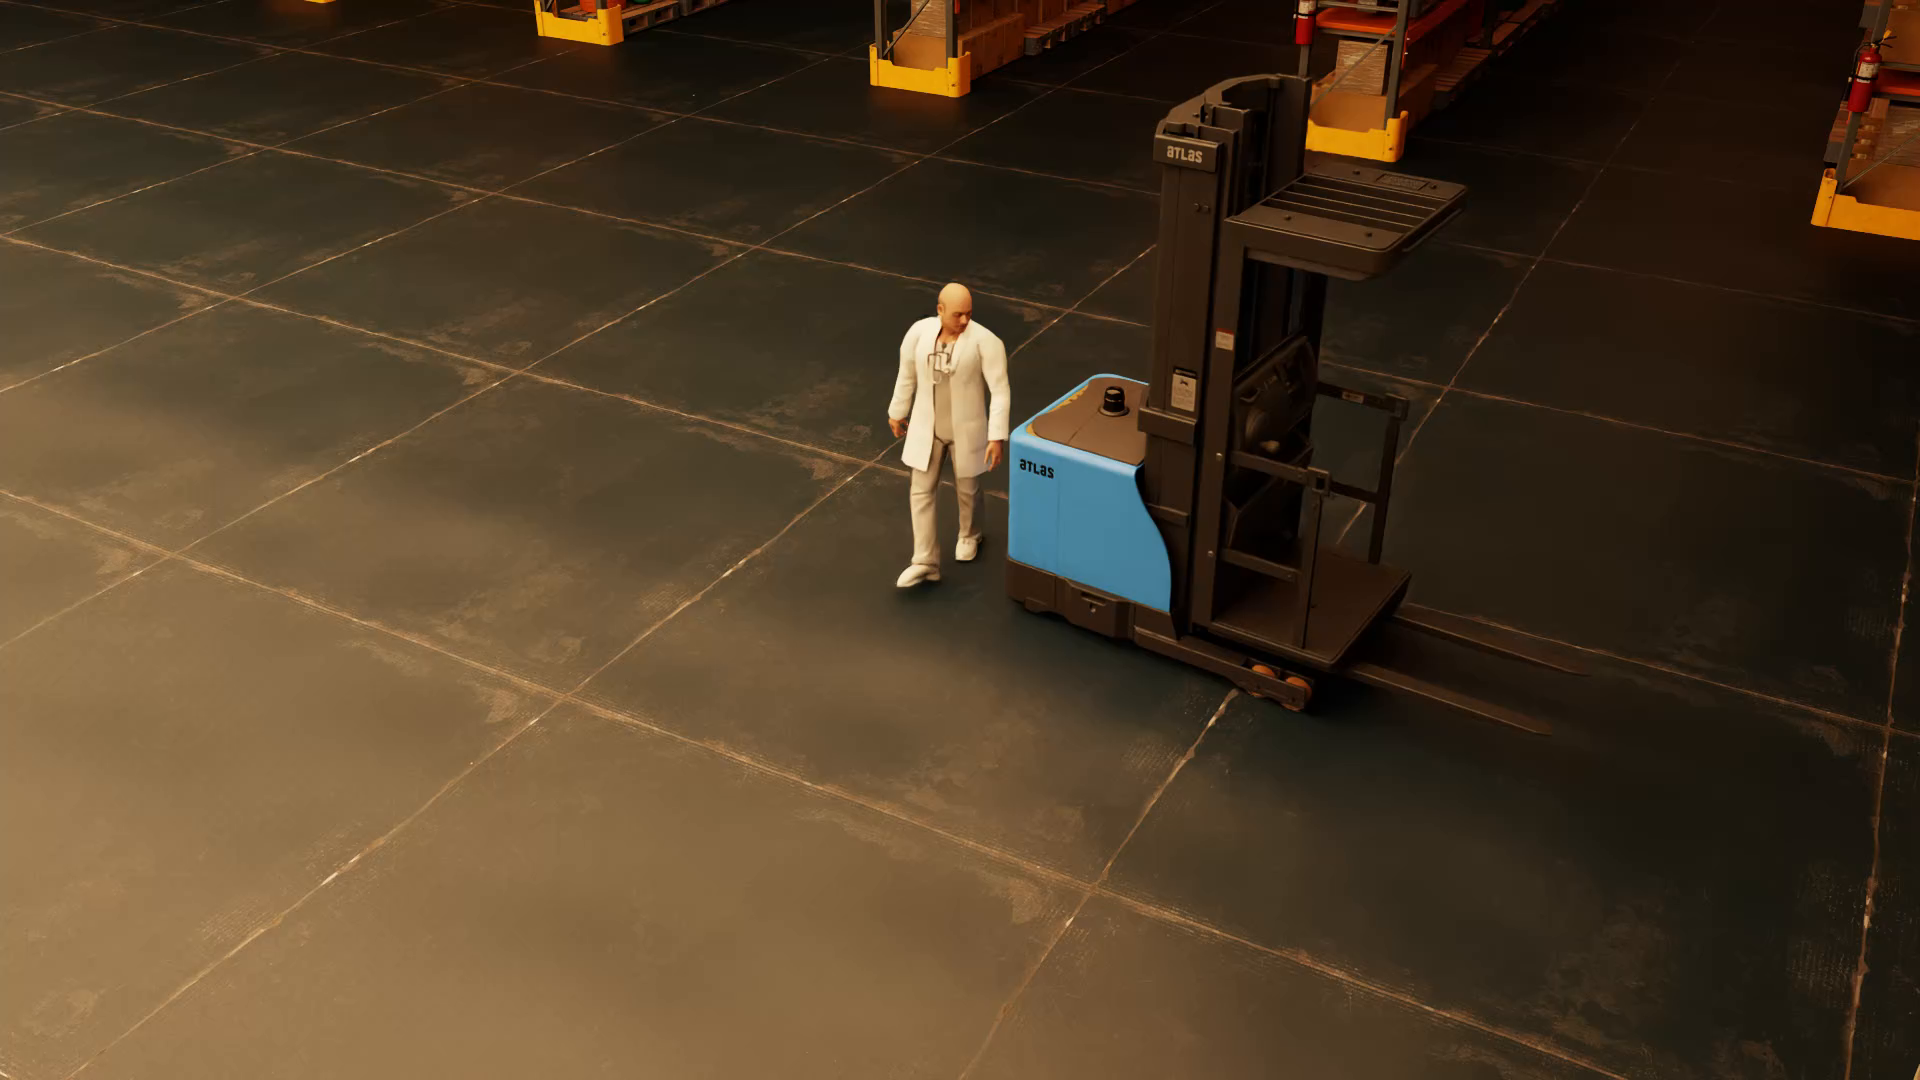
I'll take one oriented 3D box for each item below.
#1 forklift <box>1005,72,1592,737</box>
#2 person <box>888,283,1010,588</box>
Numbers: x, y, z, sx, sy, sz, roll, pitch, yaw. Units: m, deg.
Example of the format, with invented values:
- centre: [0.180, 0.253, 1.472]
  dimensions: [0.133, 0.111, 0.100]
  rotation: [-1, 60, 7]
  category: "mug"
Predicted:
- centre: [1.758, -0.703, 8.288]
  dimensions: [3.031, 2.935, 1.130]
  rotation: [19, 35, 29]
  category: "forklift"
- centre: [-0.085, -0.577, 9.266]
  dimensions: [0.779, 1.744, 0.917]
  rotation: [8, 31, 14]
  category: "person"
